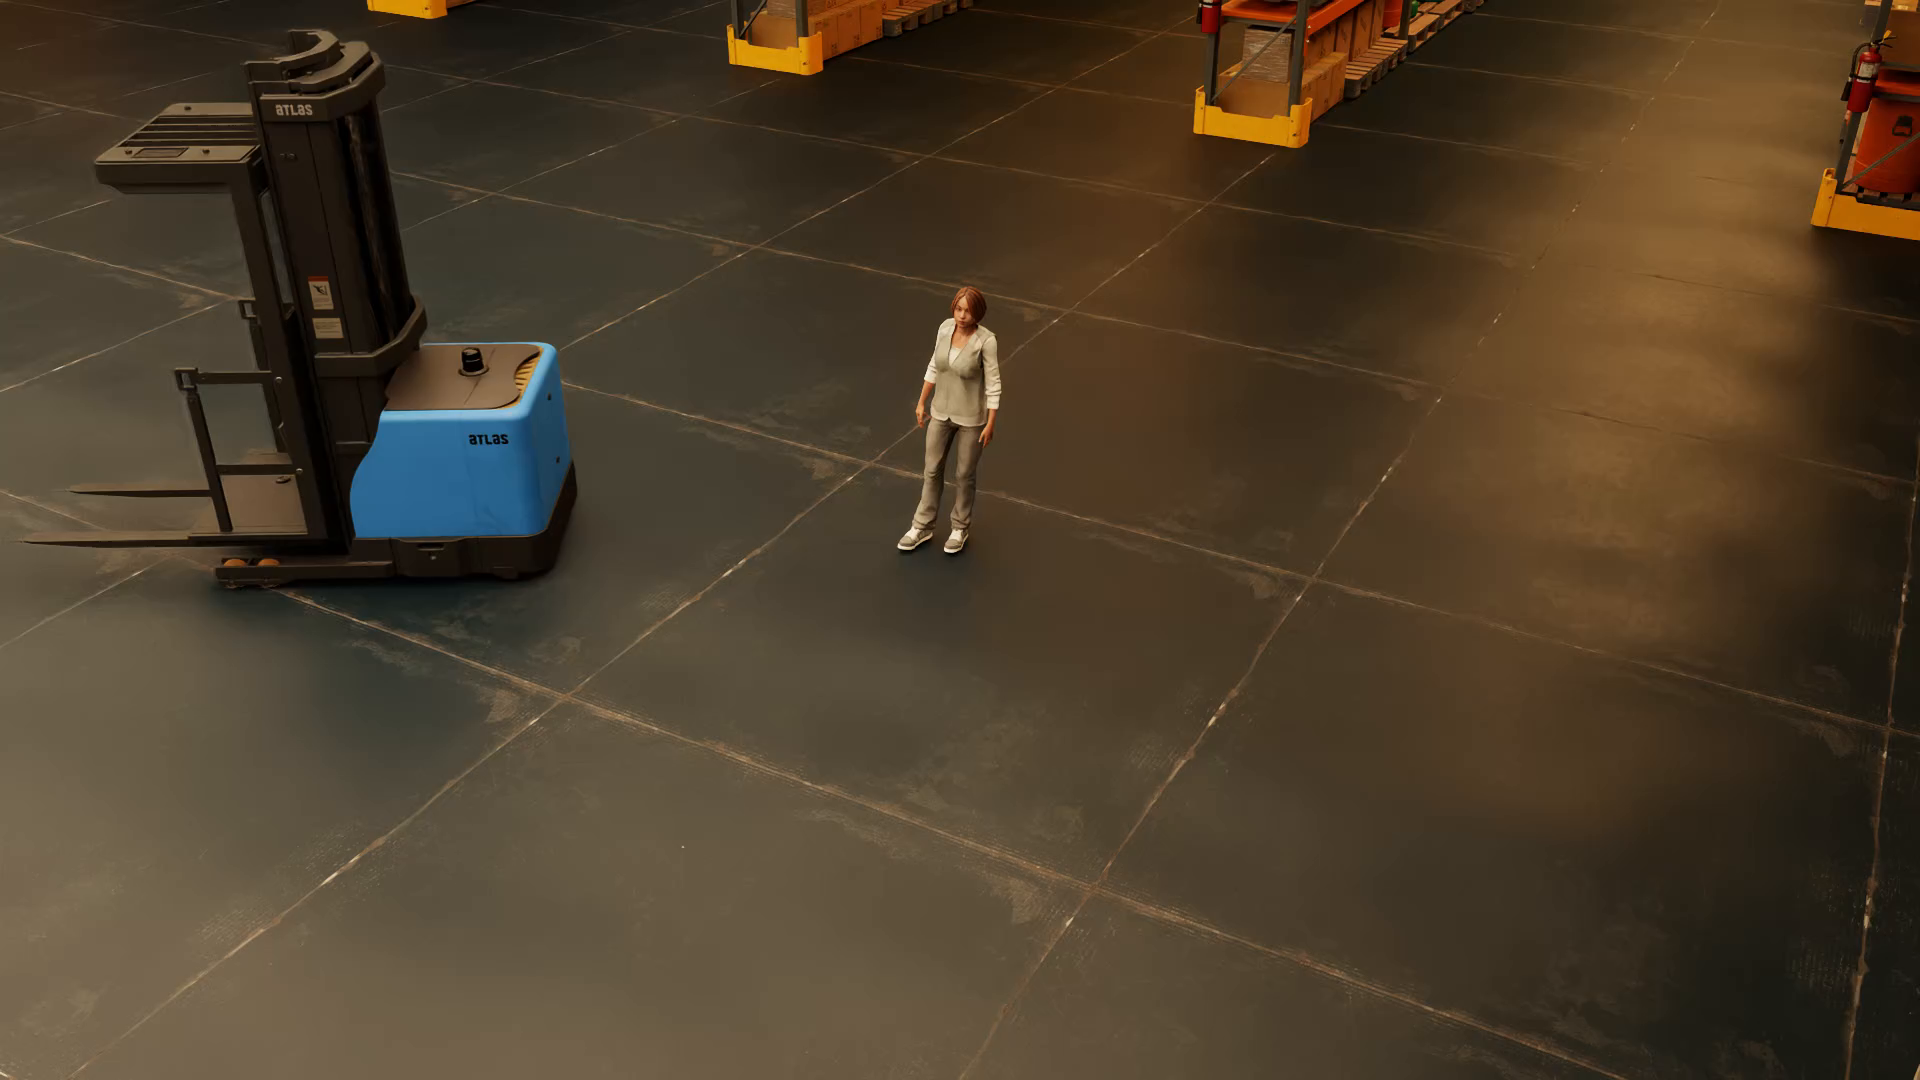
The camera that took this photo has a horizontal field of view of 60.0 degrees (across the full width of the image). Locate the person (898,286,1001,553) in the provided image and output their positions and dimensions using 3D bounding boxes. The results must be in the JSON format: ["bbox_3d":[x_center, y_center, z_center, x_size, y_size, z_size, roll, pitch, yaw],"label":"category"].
[{"bbox_3d":[-0.049,-0.669,9.549,0.520,1.599,0.473,15,33,25],"label":"person"}]

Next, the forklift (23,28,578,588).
[{"bbox_3d":[-3.883,-1.261,9.256,3.031,2.935,1.130,-1,30,-2],"label":"forklift"}]
